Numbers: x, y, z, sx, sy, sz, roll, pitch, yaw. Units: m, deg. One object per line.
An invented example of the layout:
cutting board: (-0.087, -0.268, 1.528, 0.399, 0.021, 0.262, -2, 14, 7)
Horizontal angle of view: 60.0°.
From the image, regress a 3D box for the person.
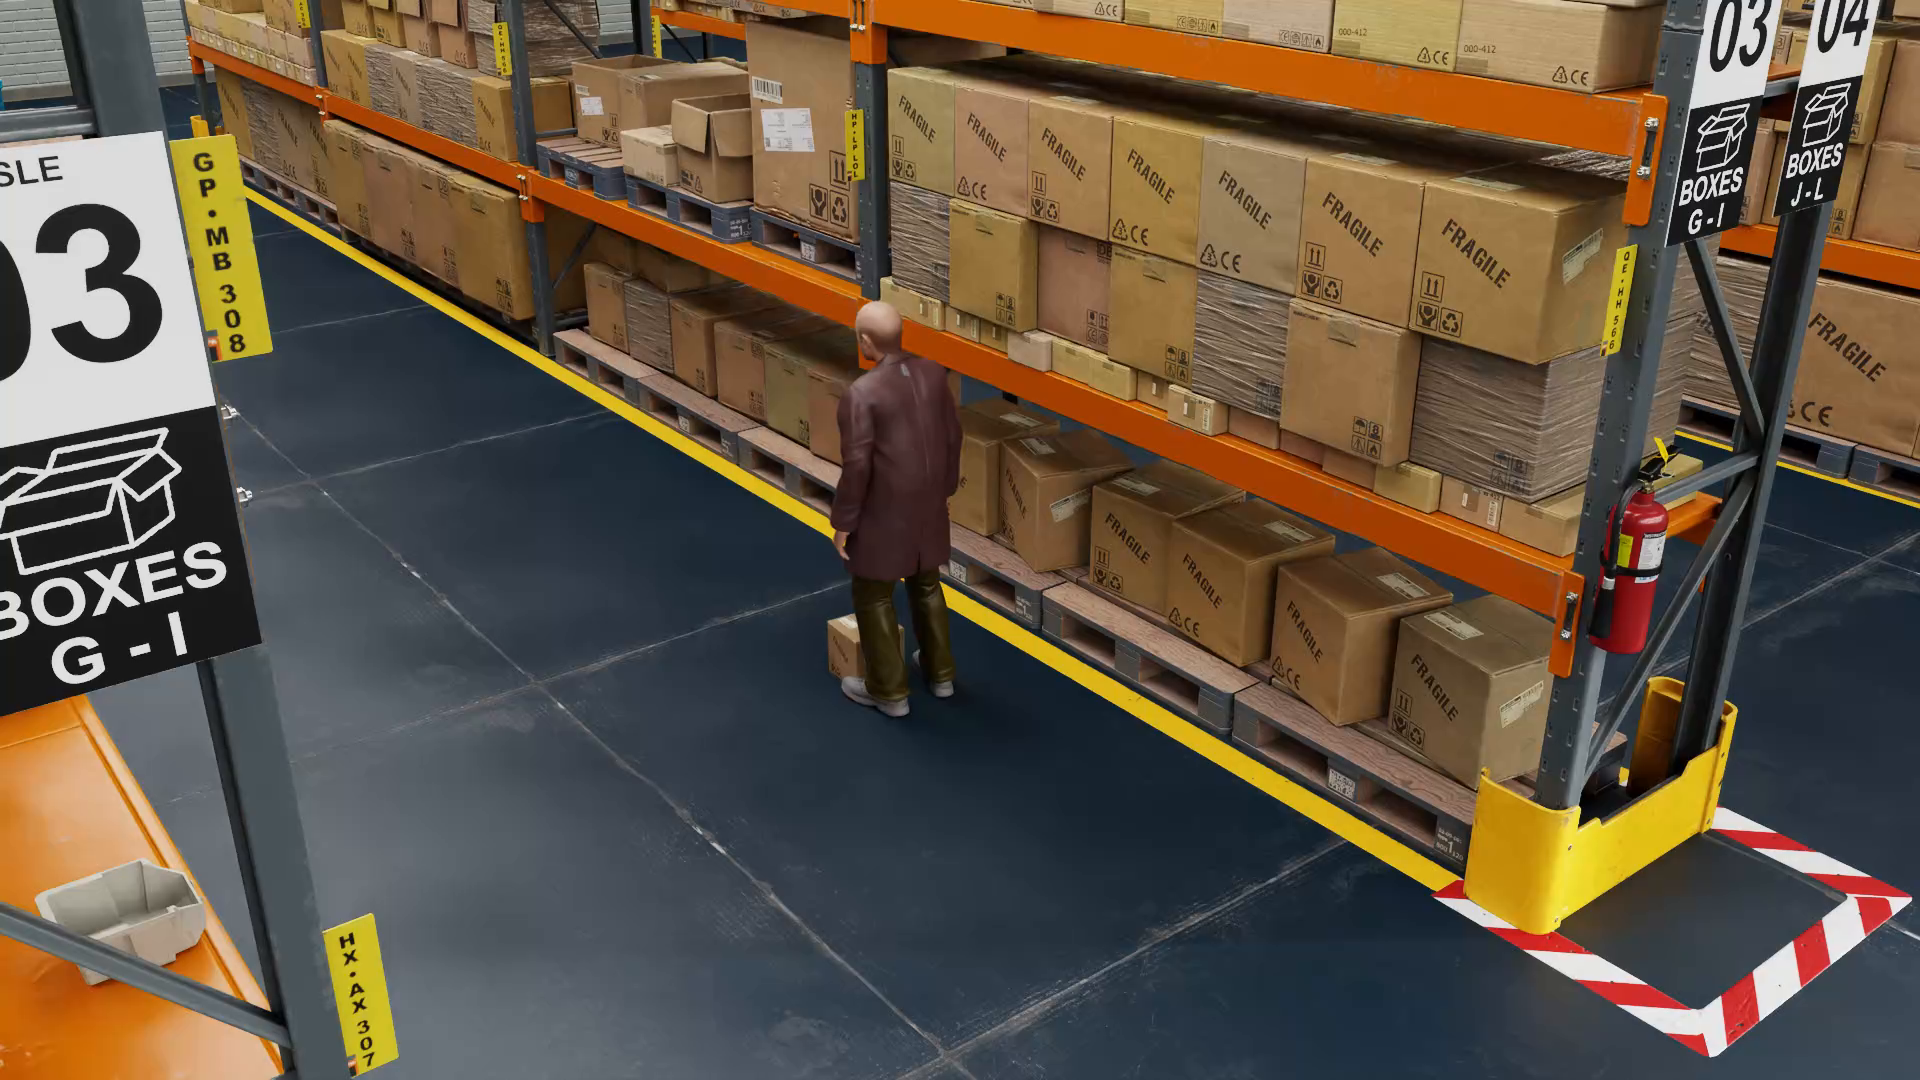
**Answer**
person: (-0.271, -0.122, 6.894, 0.649, 1.772, 0.429, -20, 31, -36)
